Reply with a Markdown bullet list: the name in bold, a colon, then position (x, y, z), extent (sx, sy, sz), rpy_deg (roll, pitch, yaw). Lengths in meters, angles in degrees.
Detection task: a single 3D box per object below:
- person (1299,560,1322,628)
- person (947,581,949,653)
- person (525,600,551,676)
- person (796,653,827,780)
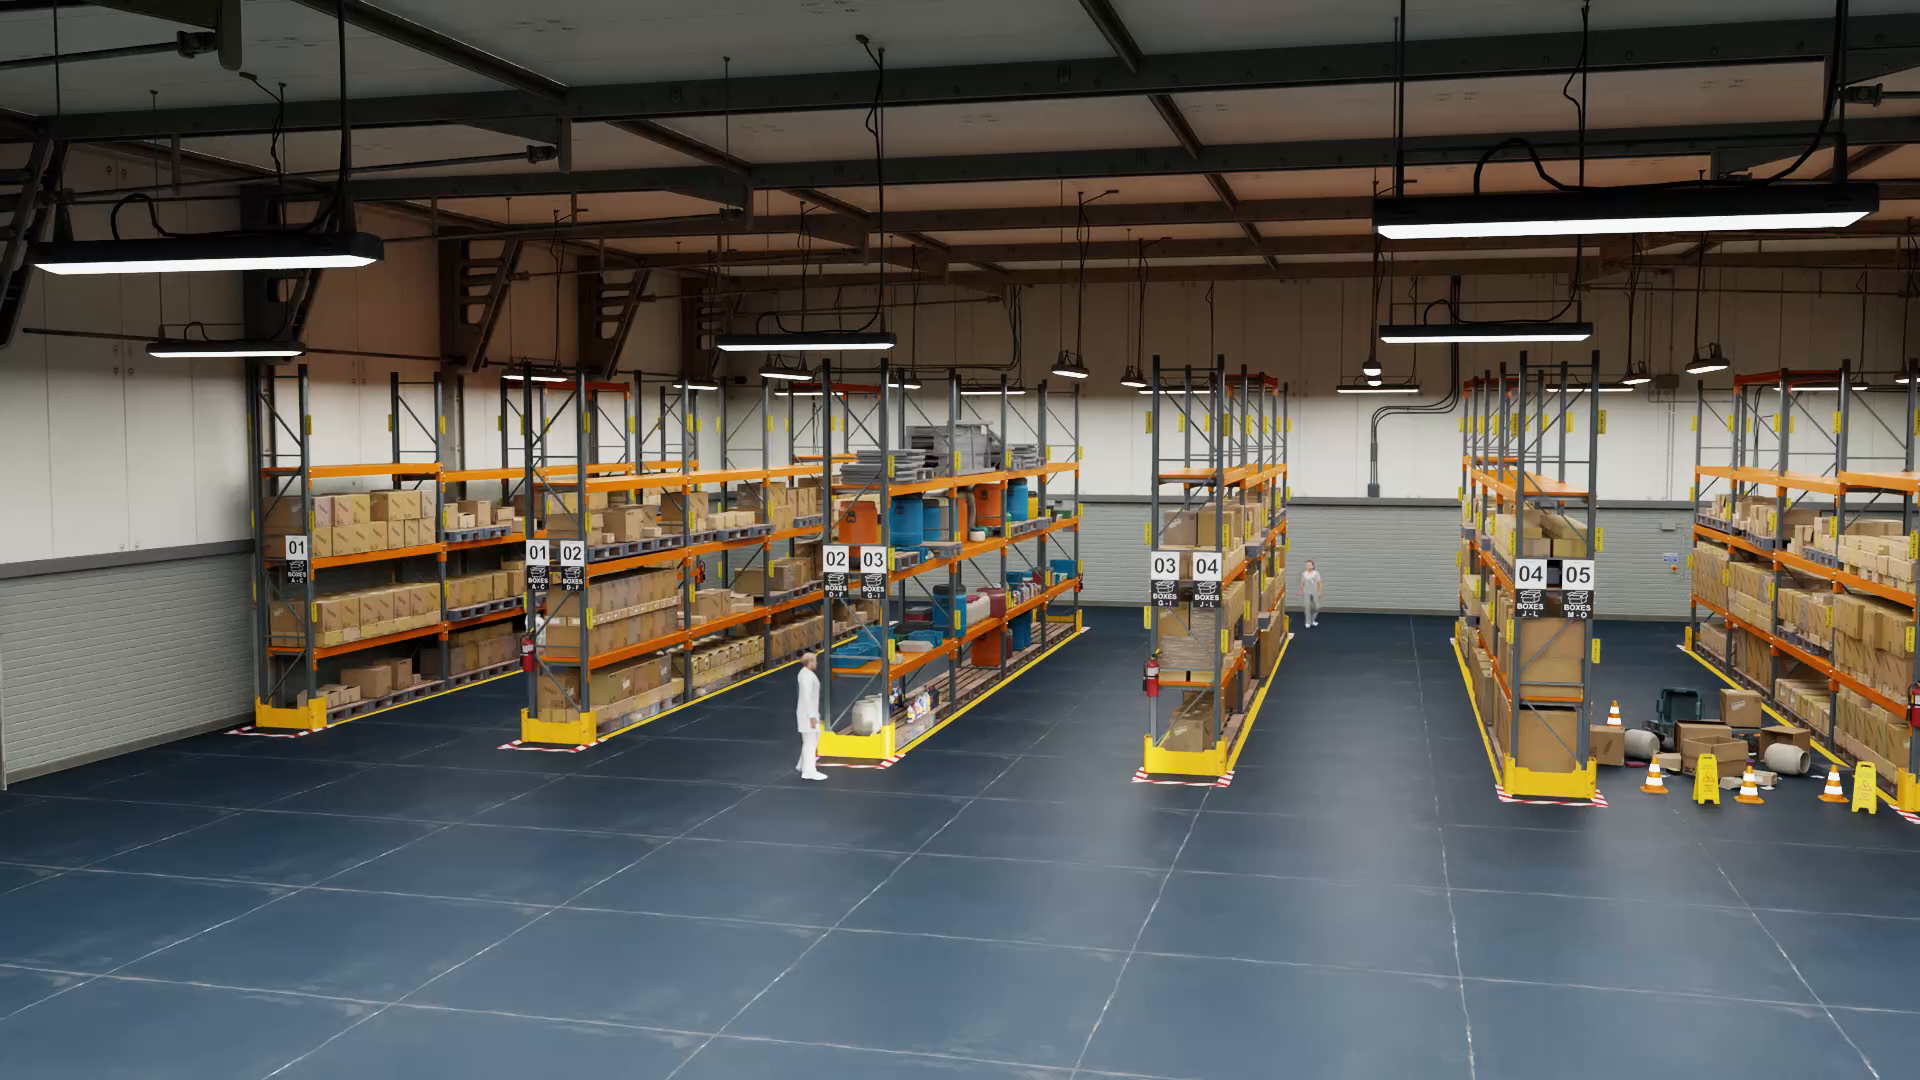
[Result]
- **person**: position (8.678, 1.332, 41.193), extent (0.515, 1.679, 0.465), rpy_deg (0, 4, 6)
- **person**: position (-0.180, 1.638, 36.544), extent (0.416, 1.680, 0.458), rpy_deg (-1, 4, -14)
- **person**: position (-7.815, 2.009, 30.994), extent (0.581, 1.801, 0.631), rpy_deg (3, 5, 33)
- **person**: position (-2.124, 2.523, 23.630), extent (0.420, 1.859, 0.697), rpy_deg (-1, 4, -10)
